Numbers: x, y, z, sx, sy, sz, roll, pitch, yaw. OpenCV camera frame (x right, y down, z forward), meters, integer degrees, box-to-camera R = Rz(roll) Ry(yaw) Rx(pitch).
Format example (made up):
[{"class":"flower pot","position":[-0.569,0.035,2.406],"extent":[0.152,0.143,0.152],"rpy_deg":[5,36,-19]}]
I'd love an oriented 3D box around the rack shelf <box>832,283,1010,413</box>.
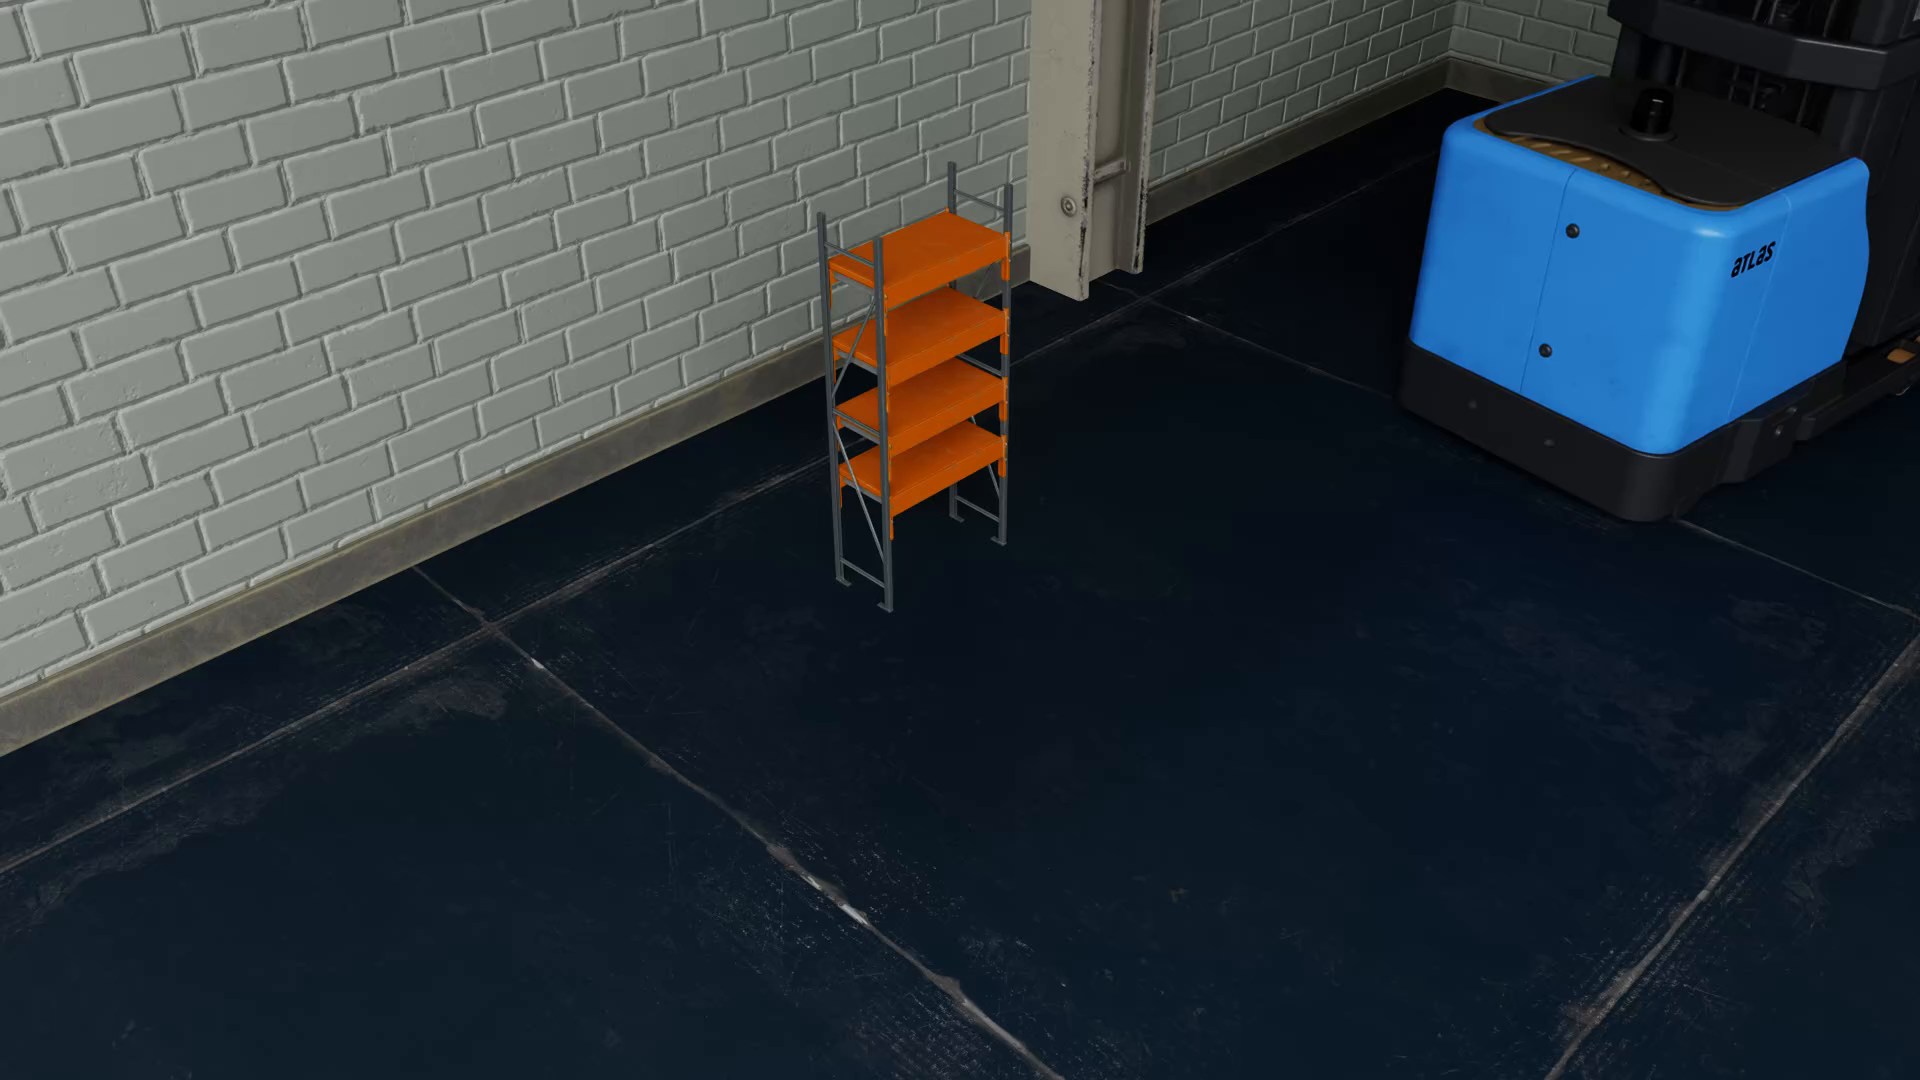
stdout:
[{"class":"rack shelf","position":[-0.117,-0.553,4.721],"extent":[0.258,0.148,0.480],"rpy_deg":[30,45,35]}]

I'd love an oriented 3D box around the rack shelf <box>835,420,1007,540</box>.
[{"class":"rack shelf","position":[-0.117,-0.207,4.962],"extent":[0.258,0.148,0.480],"rpy_deg":[30,45,35]}]

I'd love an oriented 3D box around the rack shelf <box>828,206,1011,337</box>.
[{"class":"rack shelf","position":[-0.117,-0.747,4.586],"extent":[0.258,0.148,0.480],"rpy_deg":[30,45,35]}]

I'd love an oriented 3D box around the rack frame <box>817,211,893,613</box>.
[{"class":"rack frame","position":[-0.289,-0.326,4.668],"extent":[0.240,1.200,0.015],"rpy_deg":[30,45,35]}]

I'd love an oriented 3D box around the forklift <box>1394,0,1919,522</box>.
[{"class":"forklift","position":[3.001,-1.940,5.469],"extent":[3.031,2.935,1.130],"rpy_deg":[-24,41,-30]}]

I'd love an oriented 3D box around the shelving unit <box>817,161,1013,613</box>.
[{"class":"shelving unit","position":[-0.117,-0.425,4.810],"extent":[0.258,1.200,0.503],"rpy_deg":[30,45,35]}]

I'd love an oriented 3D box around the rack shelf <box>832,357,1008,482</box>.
[{"class":"rack shelf","position":[-0.117,-0.370,4.849],"extent":[0.258,0.148,0.480],"rpy_deg":[30,45,35]}]

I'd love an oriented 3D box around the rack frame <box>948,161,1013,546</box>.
[{"class":"rack frame","position":[0.055,-0.524,4.952],"extent":[0.240,1.200,0.015],"rpy_deg":[30,45,35]}]

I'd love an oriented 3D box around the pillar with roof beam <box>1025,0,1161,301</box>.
[{"class":"pillar with roof beam","position":[3.562,-3.047,1.752],"extent":[9.100,9.000,0.400],"rpy_deg":[30,45,35]}]
